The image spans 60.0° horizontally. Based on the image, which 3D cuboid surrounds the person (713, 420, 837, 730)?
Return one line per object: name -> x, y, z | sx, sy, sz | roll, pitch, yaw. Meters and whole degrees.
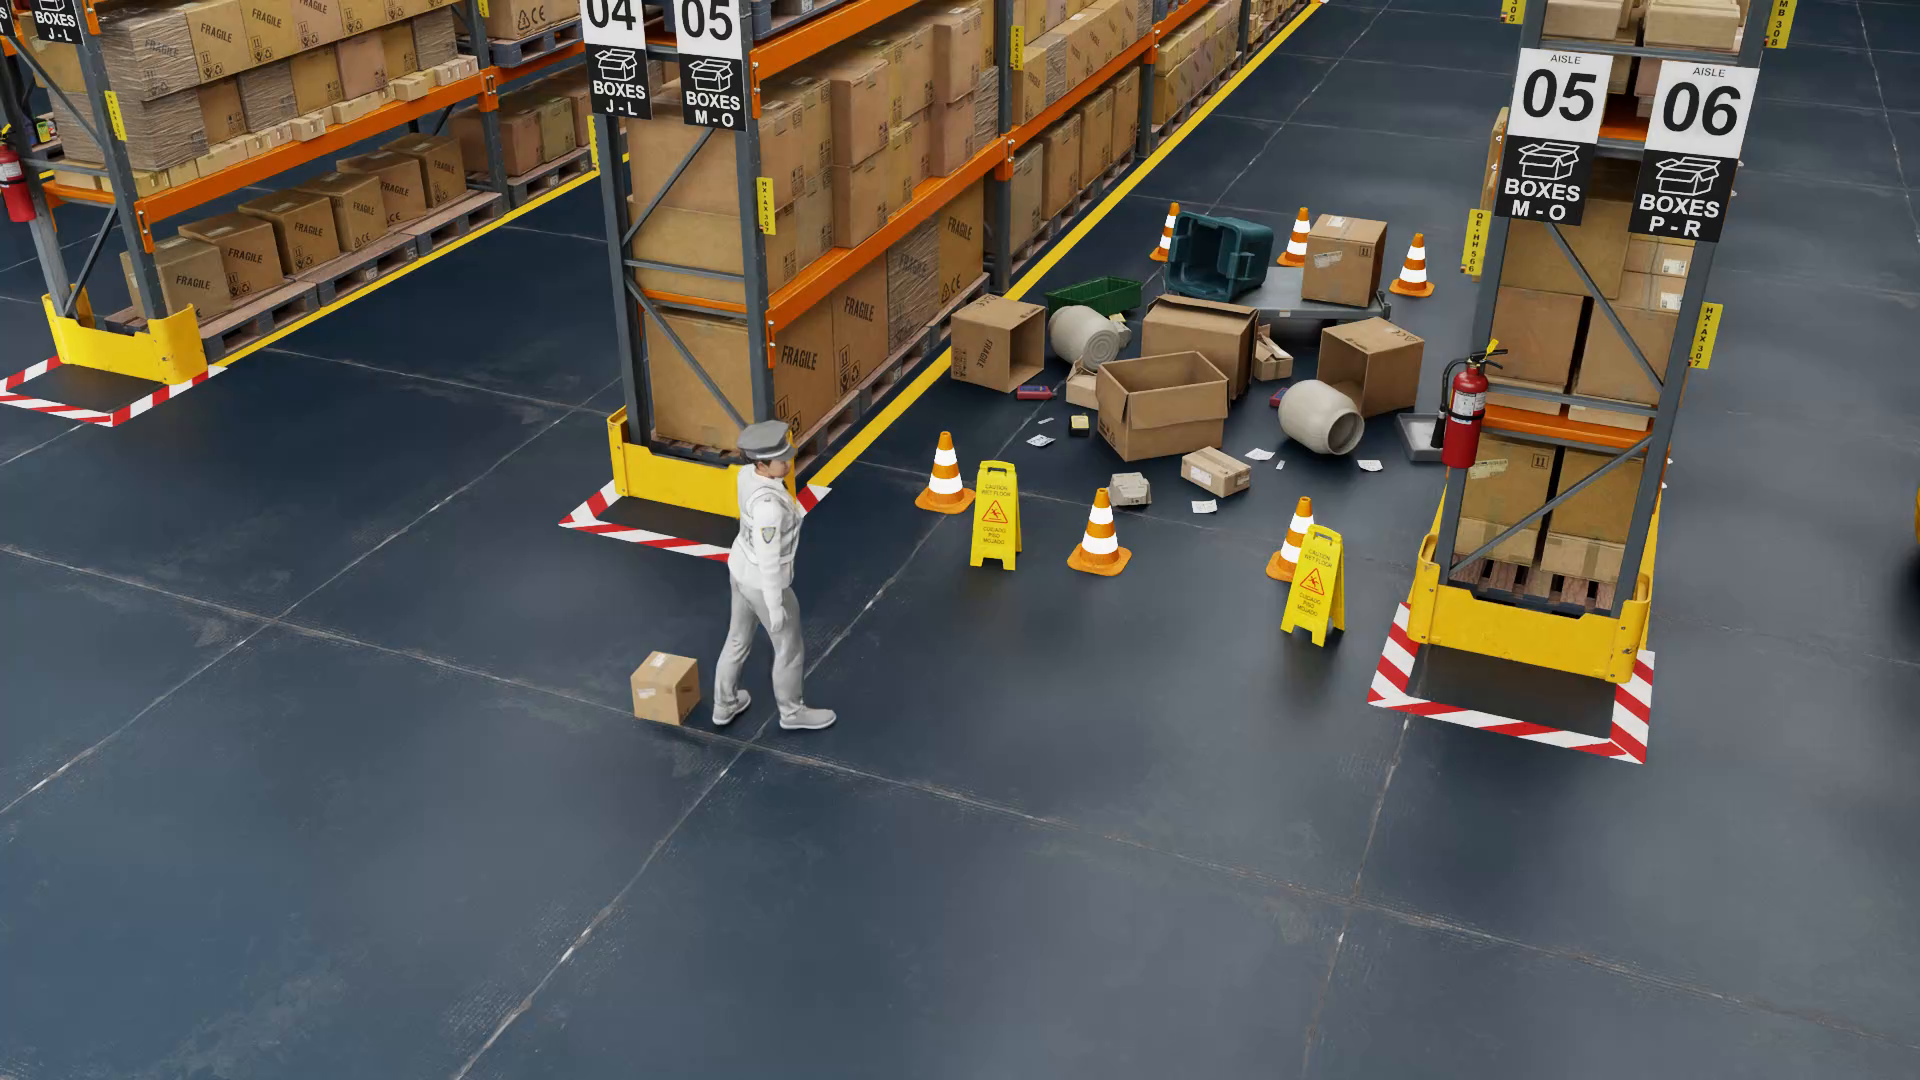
person -> -0.945, 0.200, 8.030 | 0.590, 1.665, 0.507 | -13, 32, -21
